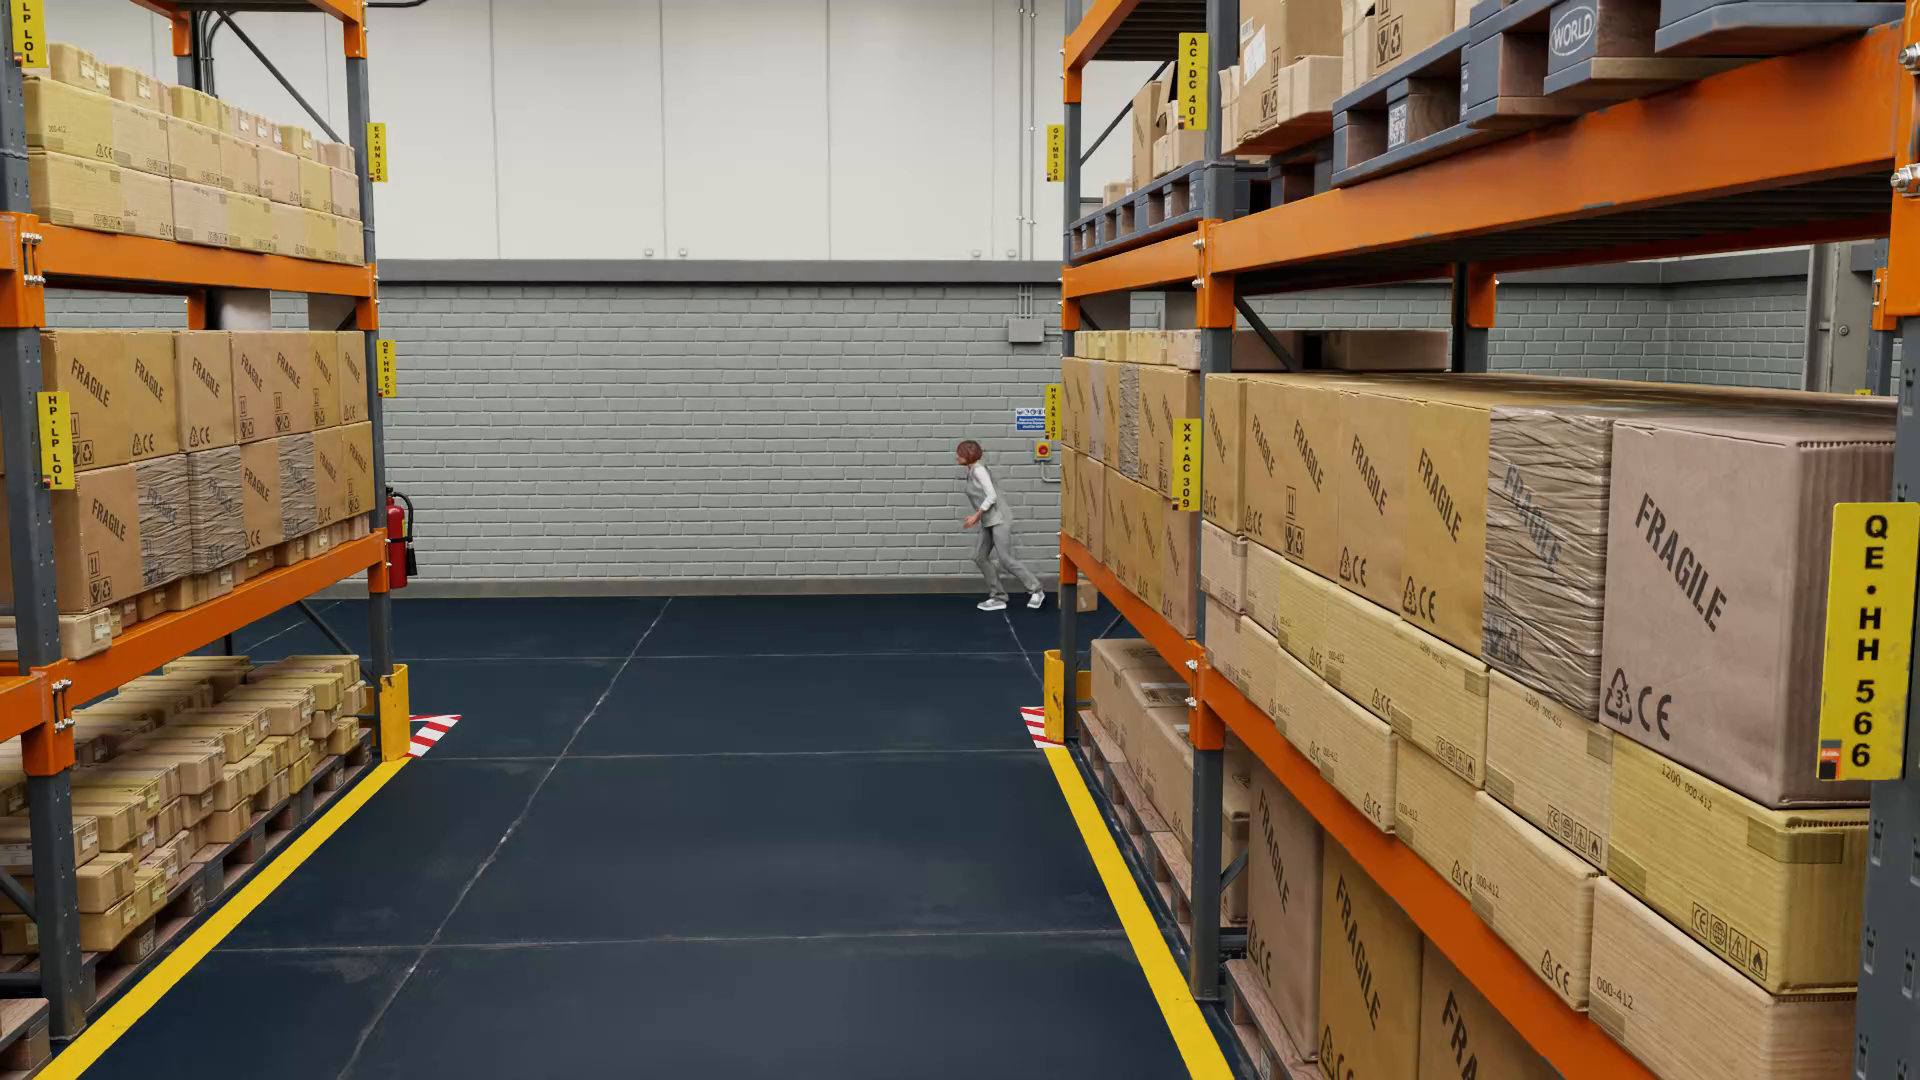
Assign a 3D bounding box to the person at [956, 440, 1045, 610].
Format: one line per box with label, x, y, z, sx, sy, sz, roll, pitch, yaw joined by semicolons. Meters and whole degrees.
person;0.357;-0.132;14.692;0.761;1.511;0.544;-2;7;-14
